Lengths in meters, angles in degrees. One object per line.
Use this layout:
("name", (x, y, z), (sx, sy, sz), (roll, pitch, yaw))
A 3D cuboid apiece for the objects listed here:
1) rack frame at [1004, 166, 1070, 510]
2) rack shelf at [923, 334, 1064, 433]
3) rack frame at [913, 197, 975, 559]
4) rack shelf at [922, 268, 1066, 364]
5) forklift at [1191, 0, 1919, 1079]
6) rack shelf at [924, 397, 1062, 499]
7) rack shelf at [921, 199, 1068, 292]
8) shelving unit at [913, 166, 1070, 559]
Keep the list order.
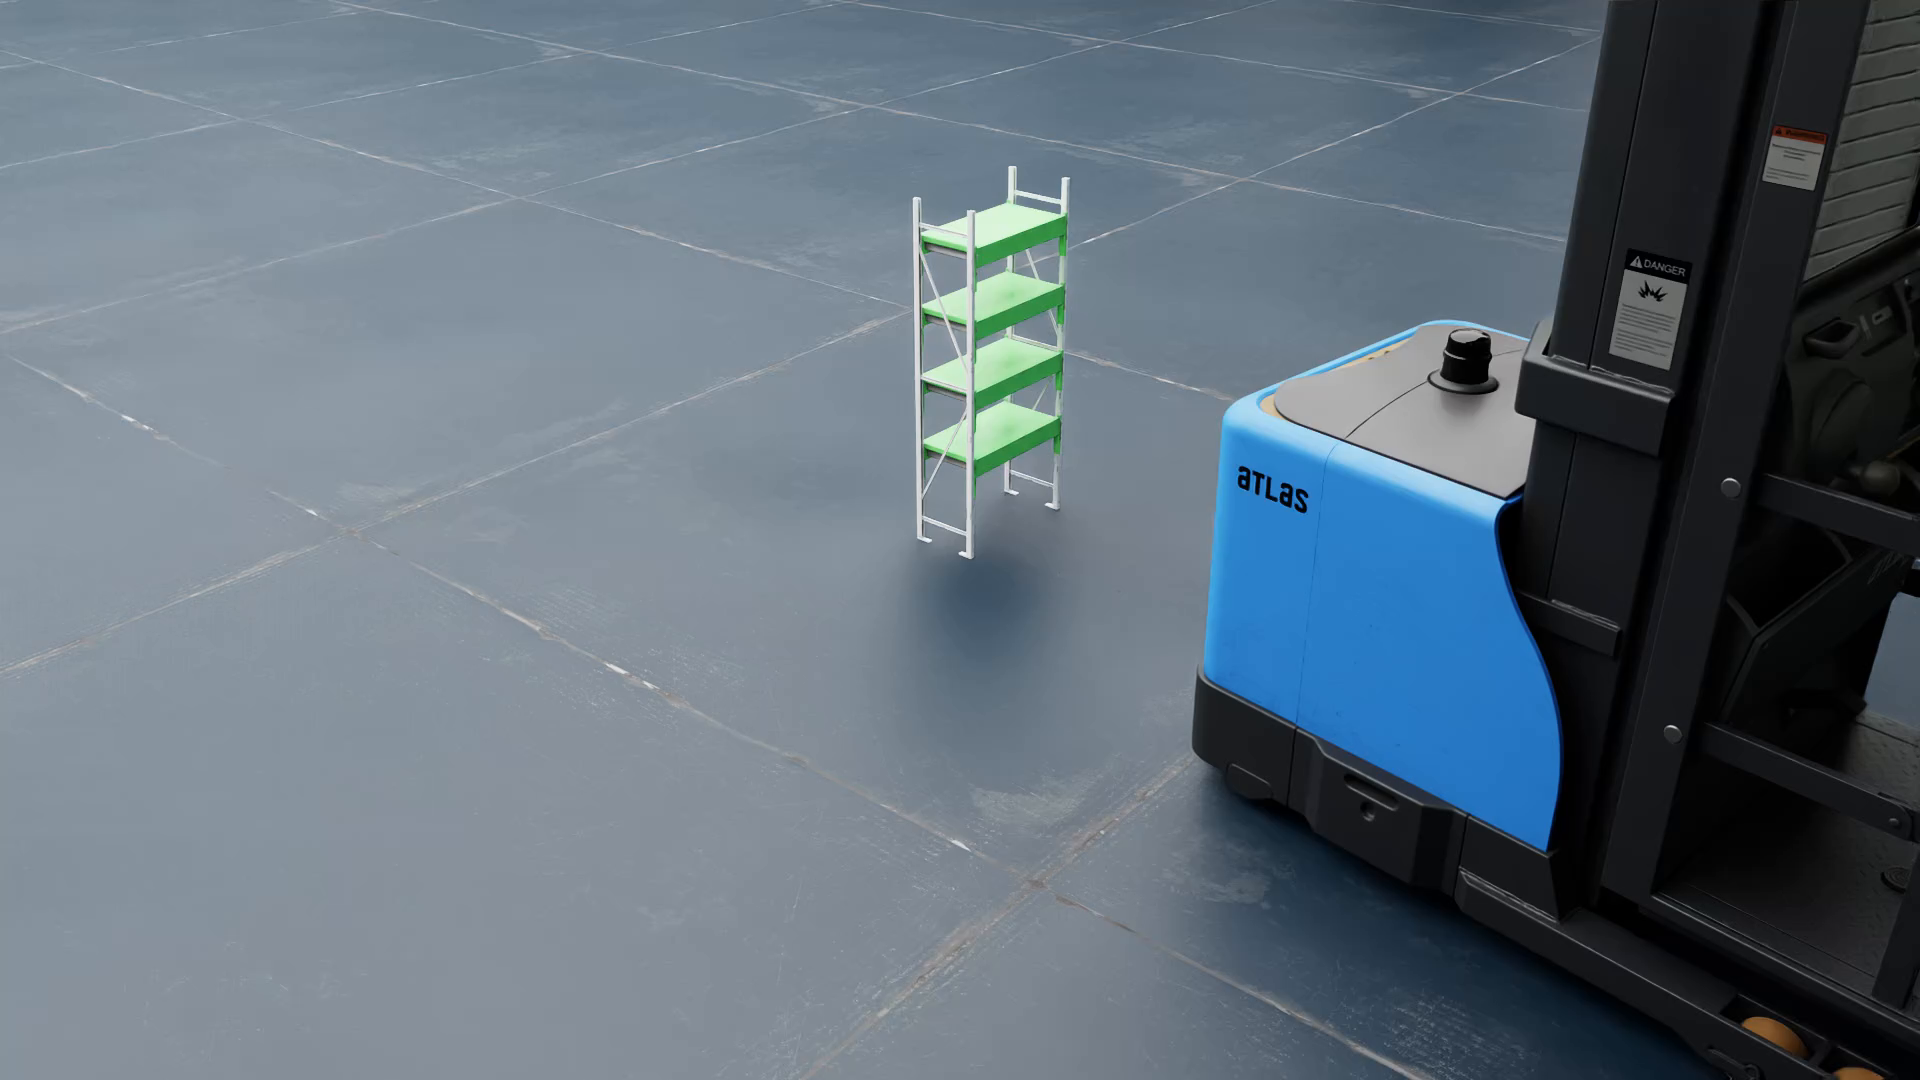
("rack frame", (0.260, -0.678, 5.755), (0.240, 1.200, 0.015), (21, 34, 34))
("rack shelf", (0.105, -0.535, 5.617), (0.258, 0.148, 0.480), (21, 34, 34))
("rack frame", (-0.050, -0.505, 5.421), (0.240, 1.200, 0.015), (21, 34, 34))
("rack shelf", (0.105, -0.748, 5.507), (0.258, 0.148, 0.480), (21, 34, 34))
("forklift", (1.994, -0.331, 3.200), (1.130, 2.935, 3.031), (-23, 35, -37))
("rack shelf", (0.105, -0.322, 5.727), (0.258, 0.148, 0.480), (21, 34, 34))
("rack shelf", (0.105, -0.961, 5.397), (0.258, 0.148, 0.480), (21, 34, 34))
("shelving unit", (0.105, -0.592, 5.588), (0.258, 1.200, 0.503), (21, 34, 34))
